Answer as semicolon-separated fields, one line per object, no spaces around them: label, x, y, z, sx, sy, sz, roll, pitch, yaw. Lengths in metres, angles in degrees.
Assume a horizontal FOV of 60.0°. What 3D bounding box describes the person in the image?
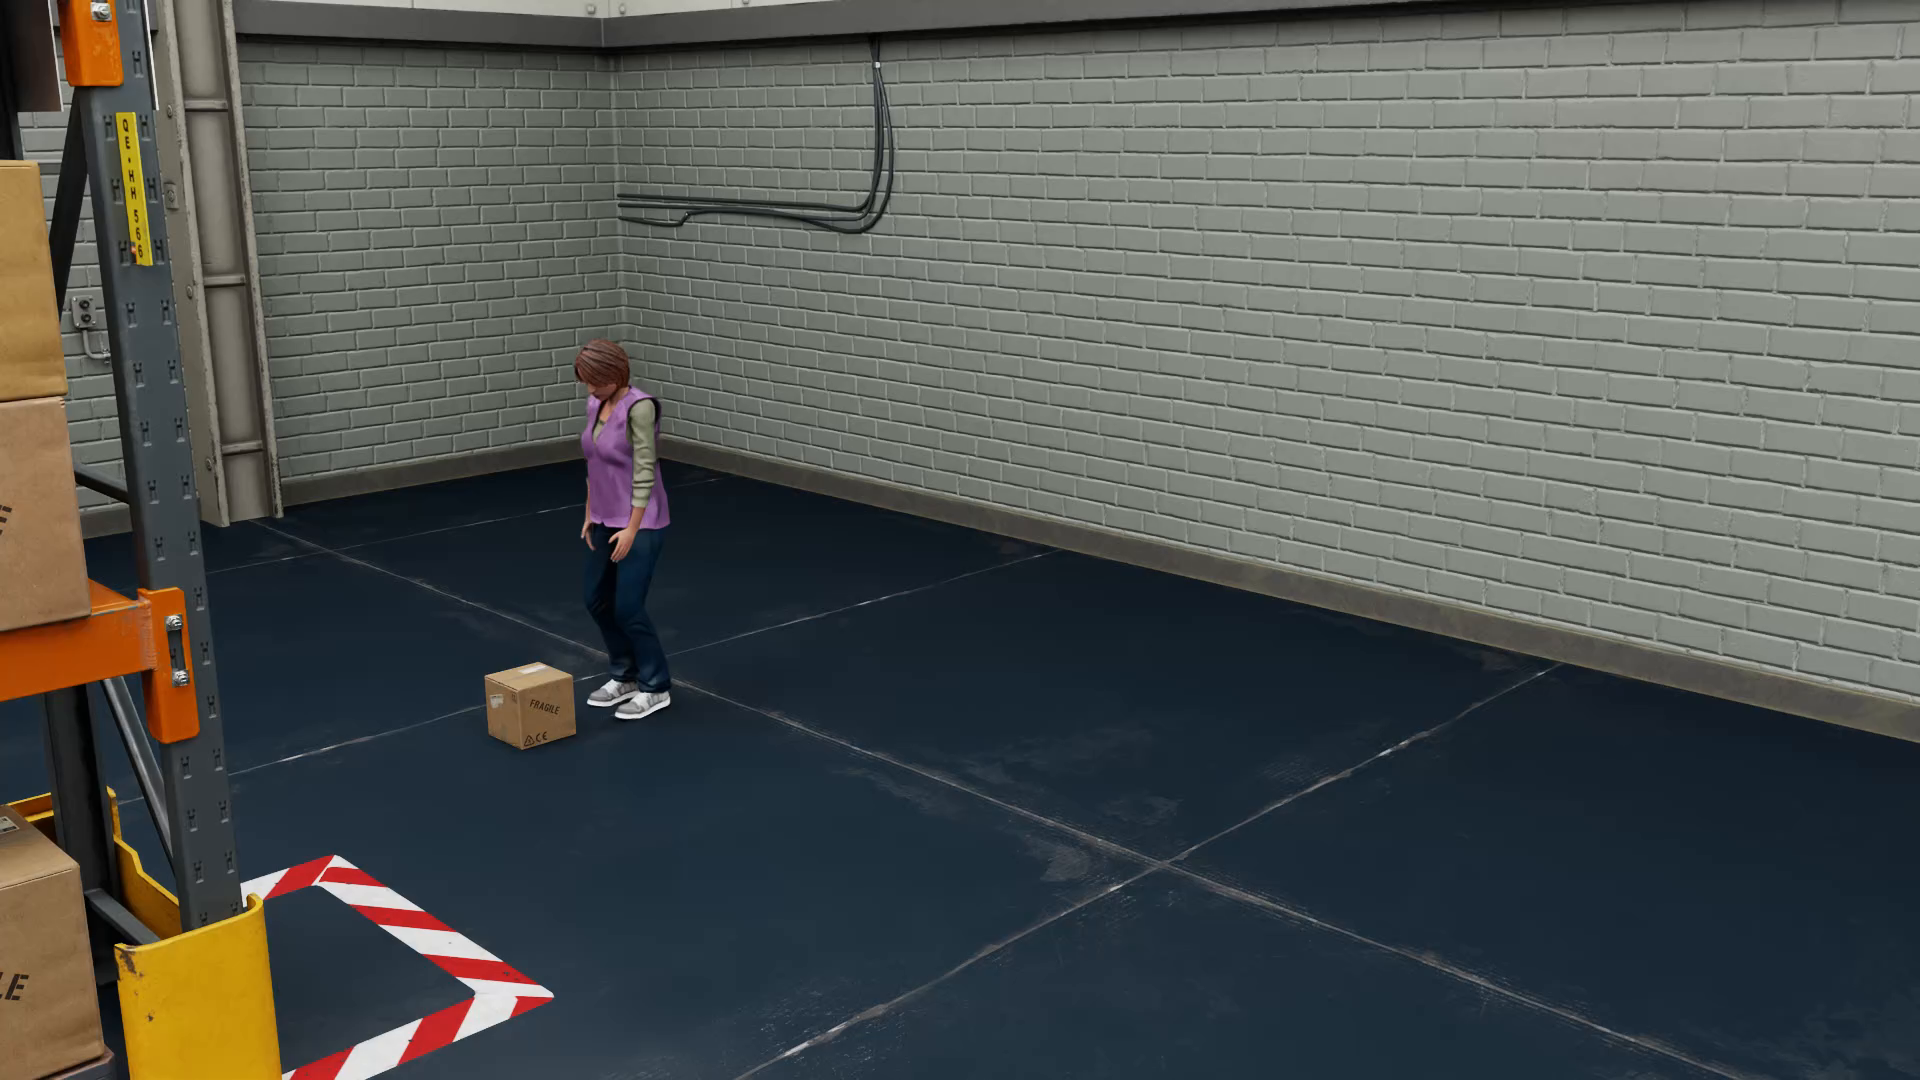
person;-1.368;-0.040;6.800;0.368;1.550;0.423;-13;19;-43
